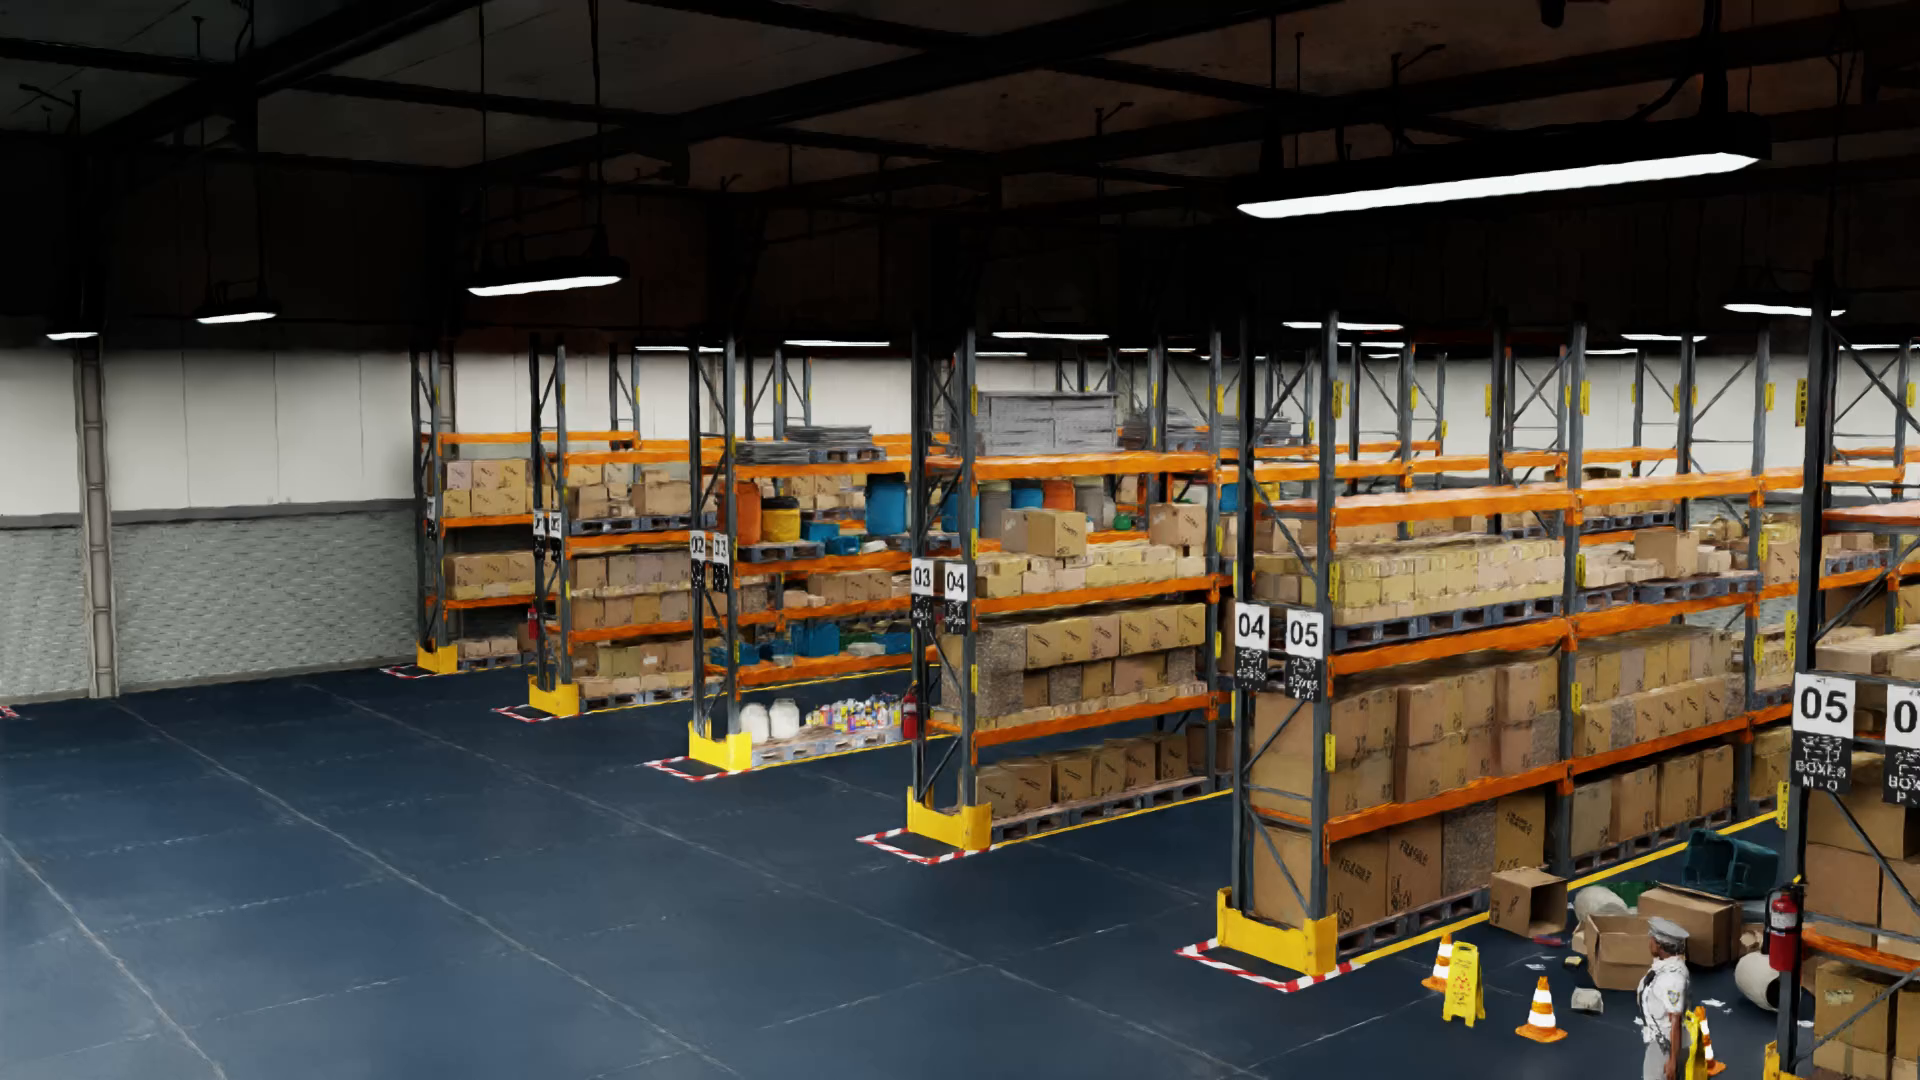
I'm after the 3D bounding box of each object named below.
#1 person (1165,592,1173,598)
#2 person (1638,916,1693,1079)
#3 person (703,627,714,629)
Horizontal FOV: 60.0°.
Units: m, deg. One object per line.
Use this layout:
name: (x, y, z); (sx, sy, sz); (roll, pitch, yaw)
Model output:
person: (3.943, 1.436, 31.980); (1.037, 1.517, 0.417); (-4, 7, -37)
person: (4.624, 3.323, 10.853); (0.389, 1.669, 0.574); (2, 6, 20)
person: (-4.502, 1.512, 30.273); (1.128, 1.689, 0.575); (-5, 7, -41)
